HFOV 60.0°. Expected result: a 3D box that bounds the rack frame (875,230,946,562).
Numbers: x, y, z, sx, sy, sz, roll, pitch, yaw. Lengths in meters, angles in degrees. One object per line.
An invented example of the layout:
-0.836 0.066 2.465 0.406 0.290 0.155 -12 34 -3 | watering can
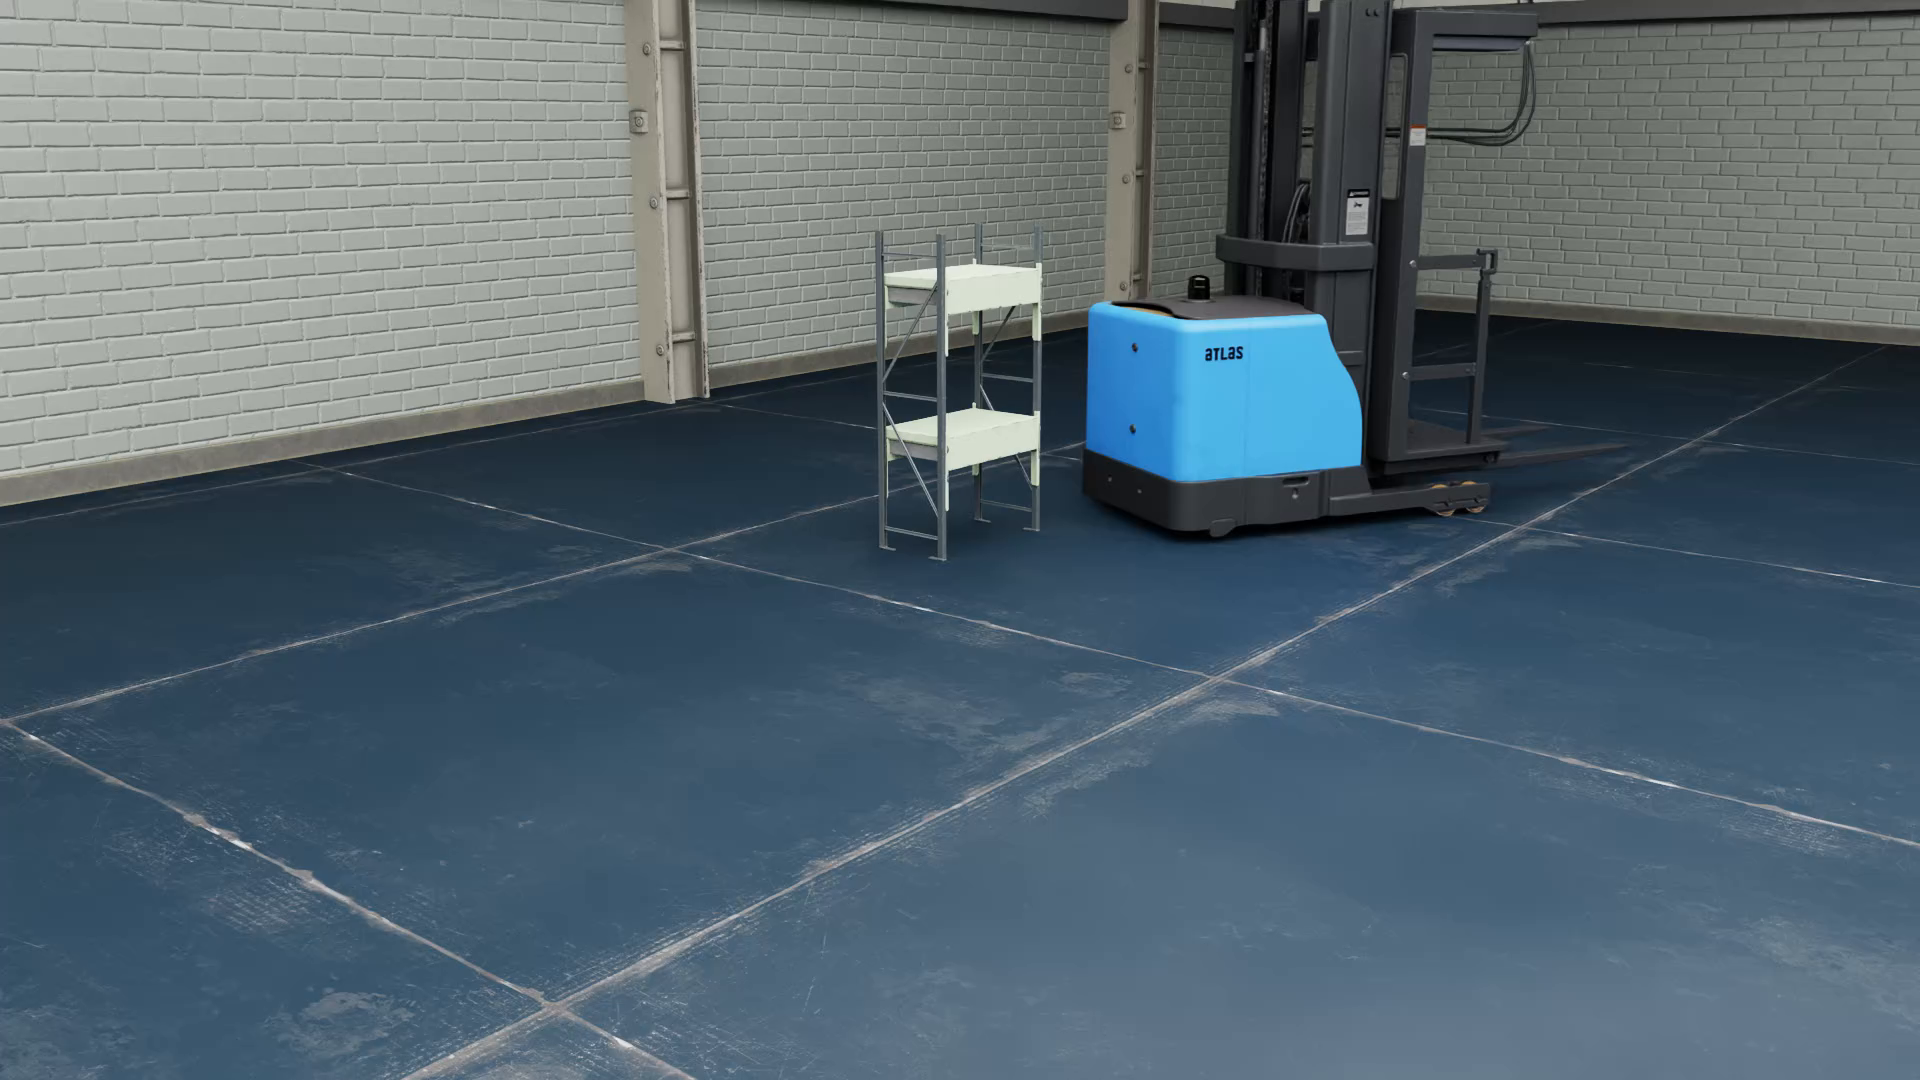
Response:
-0.226 -0.658 7.667 0.400 1.500 0.023 11 18 38 | rack frame

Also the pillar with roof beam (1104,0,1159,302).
5.033 -5.888 13.023 9.100 9.000 0.400 11 18 38 | pillar with roof beam

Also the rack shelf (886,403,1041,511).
0.004 -0.412 8.024 0.431 0.370 0.720 11 18 38 | rack shelf

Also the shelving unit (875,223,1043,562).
0.004 -0.728 7.943 0.431 1.500 0.755 11 18 38 | shelving unit

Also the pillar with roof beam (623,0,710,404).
1.262 -4.739 8.500 9.100 9.000 0.400 11 18 38 | pillar with roof beam

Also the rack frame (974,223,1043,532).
0.234 -0.798 8.219 0.400 1.500 0.023 11 18 38 | rack frame

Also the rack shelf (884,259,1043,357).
0.004 -1.106 7.847 0.431 0.370 0.720 11 18 38 | rack shelf

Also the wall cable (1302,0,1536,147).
4.564 -5.408 17.443 3.097 2.526 0.112 11 18 38 | wall cable

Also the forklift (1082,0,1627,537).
2.212 -1.653 8.677 3.031 2.935 1.130 -6 16 -23 | forklift
